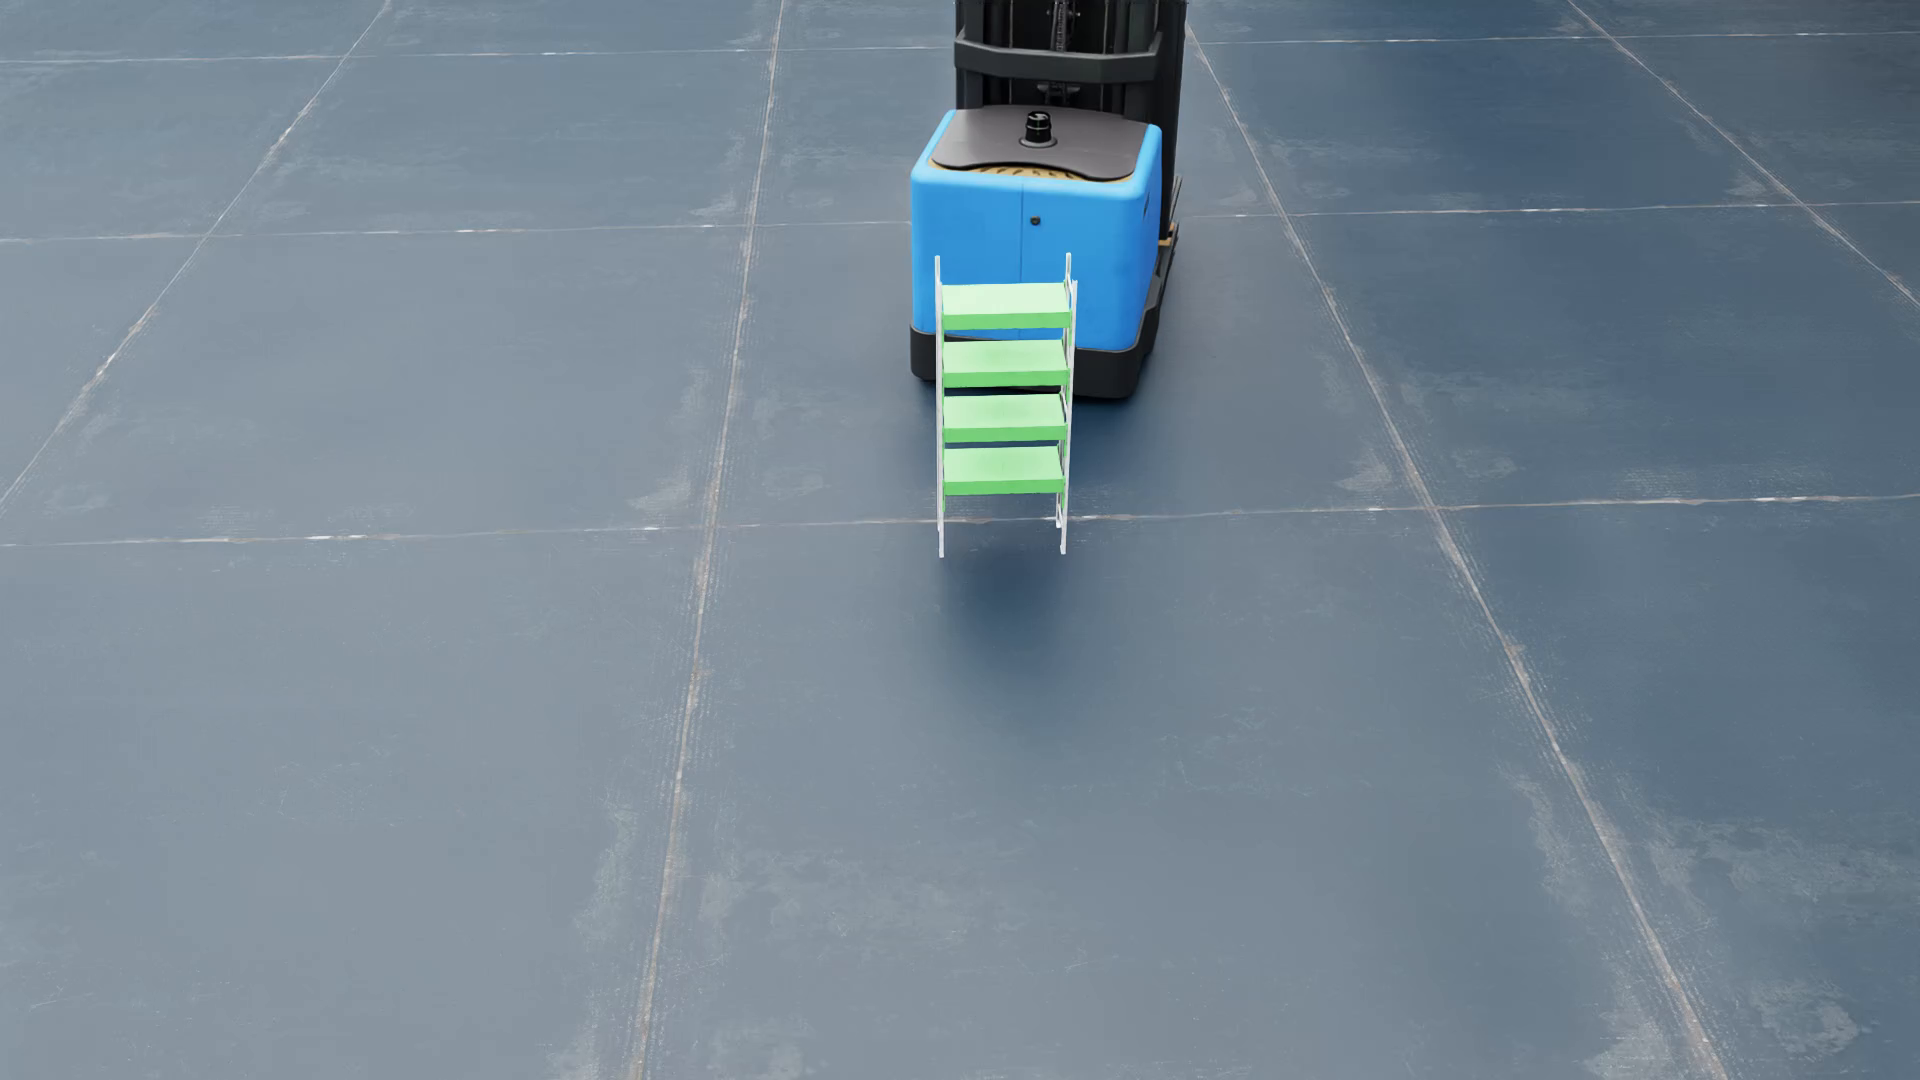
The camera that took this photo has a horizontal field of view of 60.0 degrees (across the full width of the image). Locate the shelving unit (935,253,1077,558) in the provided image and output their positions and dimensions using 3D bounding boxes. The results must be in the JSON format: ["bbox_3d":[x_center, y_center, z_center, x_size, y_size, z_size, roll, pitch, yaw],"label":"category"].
[{"bbox_3d":[0.165,-0.498,6.415,0.503,1.200,0.258,-2,35,-2],"label":"shelving unit"}]

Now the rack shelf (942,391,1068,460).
[{"bbox_3d":[0.165,-0.445,6.451,0.480,0.148,0.258,-2,35,-2],"label":"rack shelf"}]

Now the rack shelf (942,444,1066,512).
[{"bbox_3d":[0.165,-0.248,6.588,0.480,0.148,0.258,-2,35,-2],"label":"rack shelf"}]

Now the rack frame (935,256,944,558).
[{"bbox_3d":[-0.078,-0.491,6.405,0.015,1.200,0.240,-2,35,-2],"label":"rack frame"}]

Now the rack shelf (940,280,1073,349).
[{"bbox_3d":[0.165,-0.840,6.178,0.480,0.148,0.258,-2,35,-2],"label":"rack shelf"}]

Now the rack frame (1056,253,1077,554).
[{"bbox_3d":[0.409,-0.504,6.424,0.015,1.200,0.240,-2,35,-2],"label":"rack frame"}]

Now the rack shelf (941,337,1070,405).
[{"bbox_3d":[0.165,-0.643,6.315,0.480,0.148,0.258,-2,35,-2],"label":"rack shelf"}]

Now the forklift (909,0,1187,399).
[{"bbox_3d":[0.570,-2.676,8.042,1.130,2.935,3.031,7,35,10],"label":"forklift"}]
